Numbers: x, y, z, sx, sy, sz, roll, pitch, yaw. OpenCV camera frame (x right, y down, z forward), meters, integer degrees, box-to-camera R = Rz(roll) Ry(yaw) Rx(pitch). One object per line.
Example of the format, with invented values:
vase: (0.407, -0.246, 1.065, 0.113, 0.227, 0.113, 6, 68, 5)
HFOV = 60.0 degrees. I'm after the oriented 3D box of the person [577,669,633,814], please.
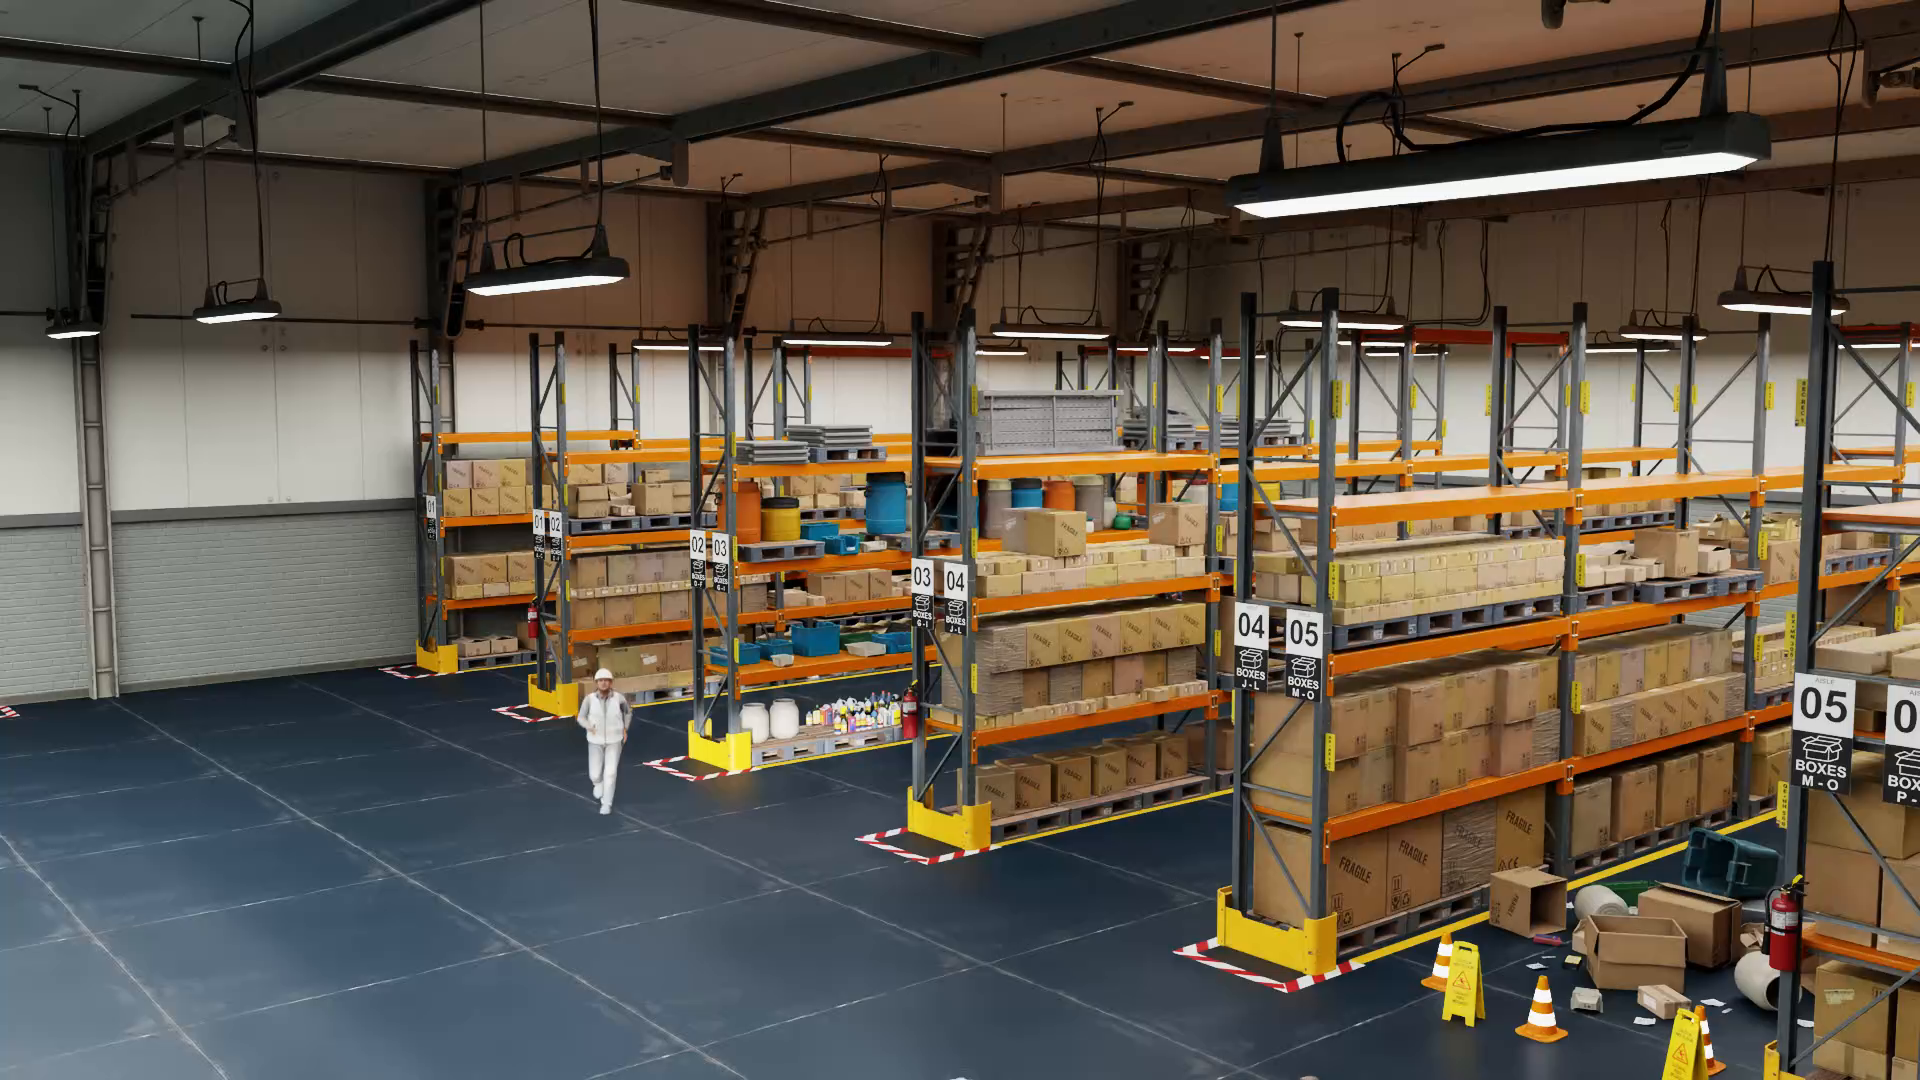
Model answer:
person: (-4.318, 2.426, 20.250, 0.660, 1.738, 0.728, -1, 5, -12)
